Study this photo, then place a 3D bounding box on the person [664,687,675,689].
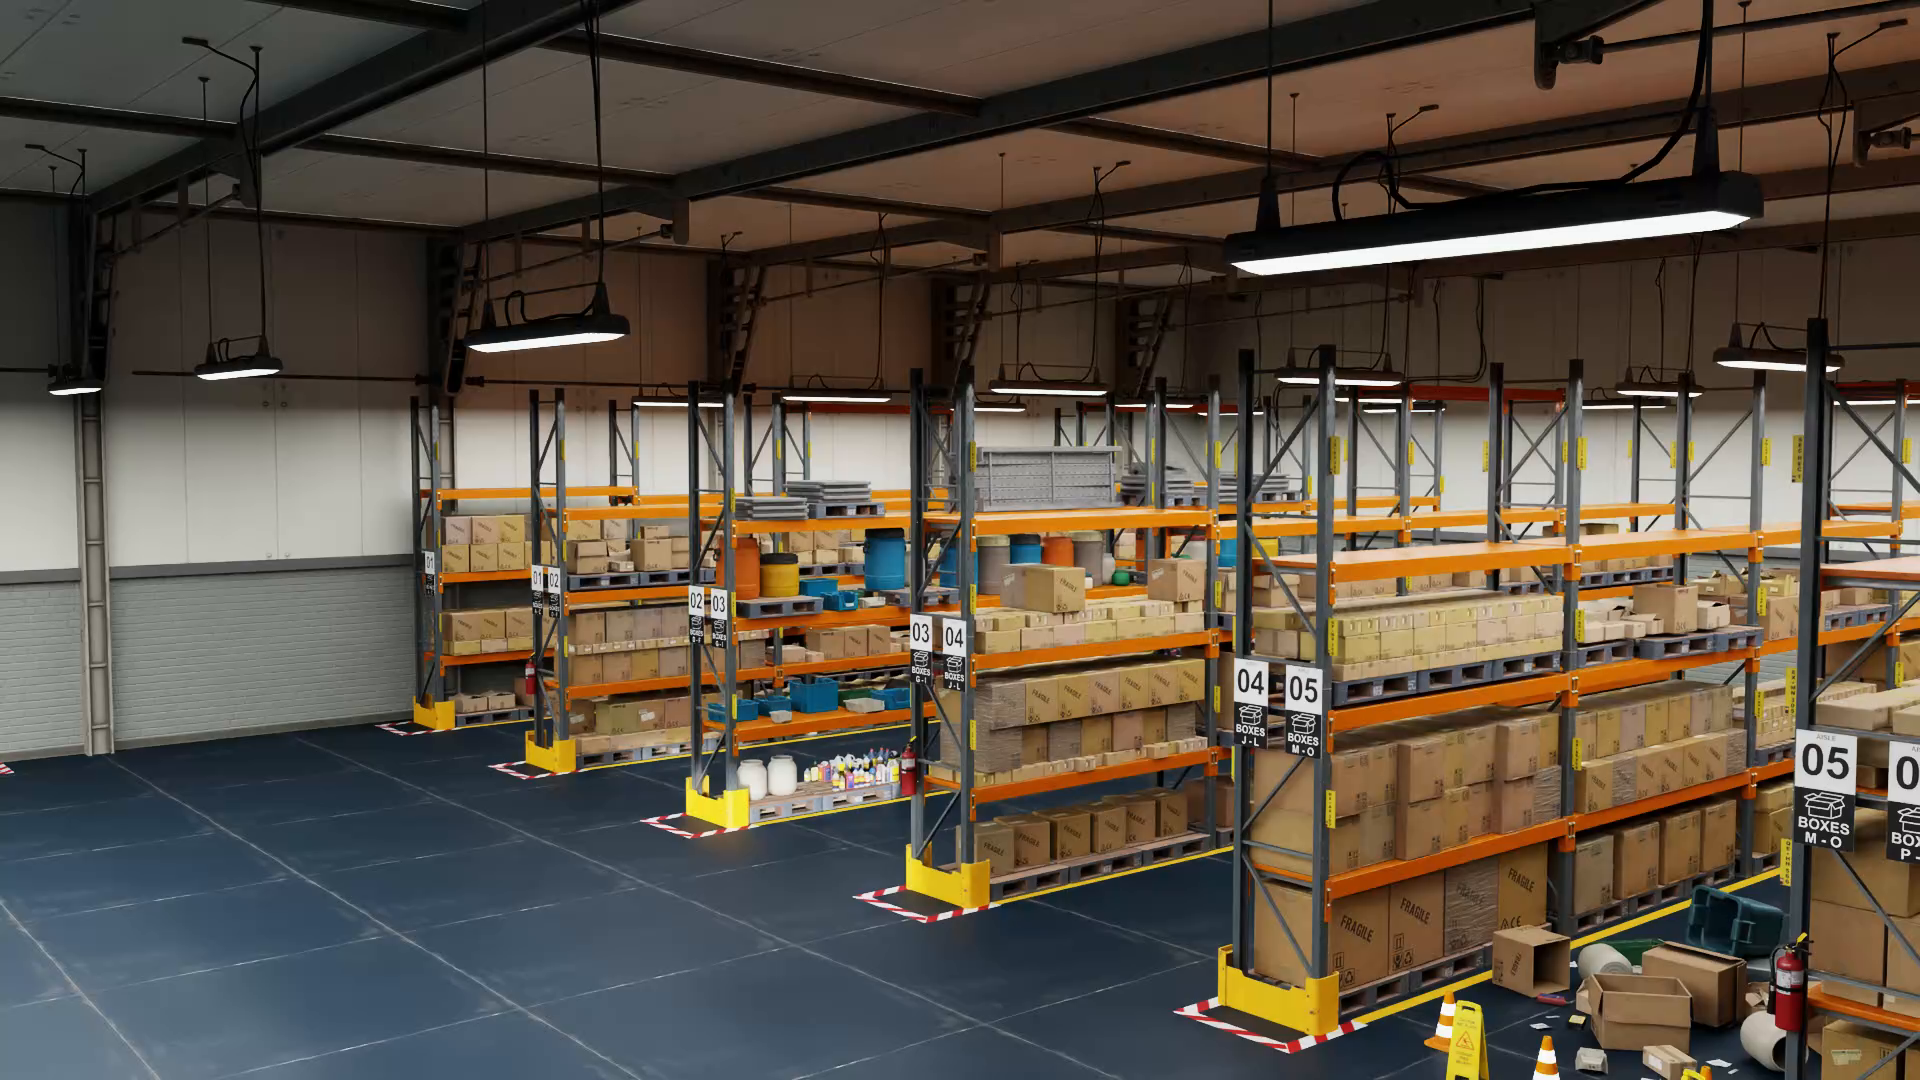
[{"bbox_3d":[-5.467,2.497,30.957,0.634,1.848,0.401,-3,4,-39],"label":"person"}]
